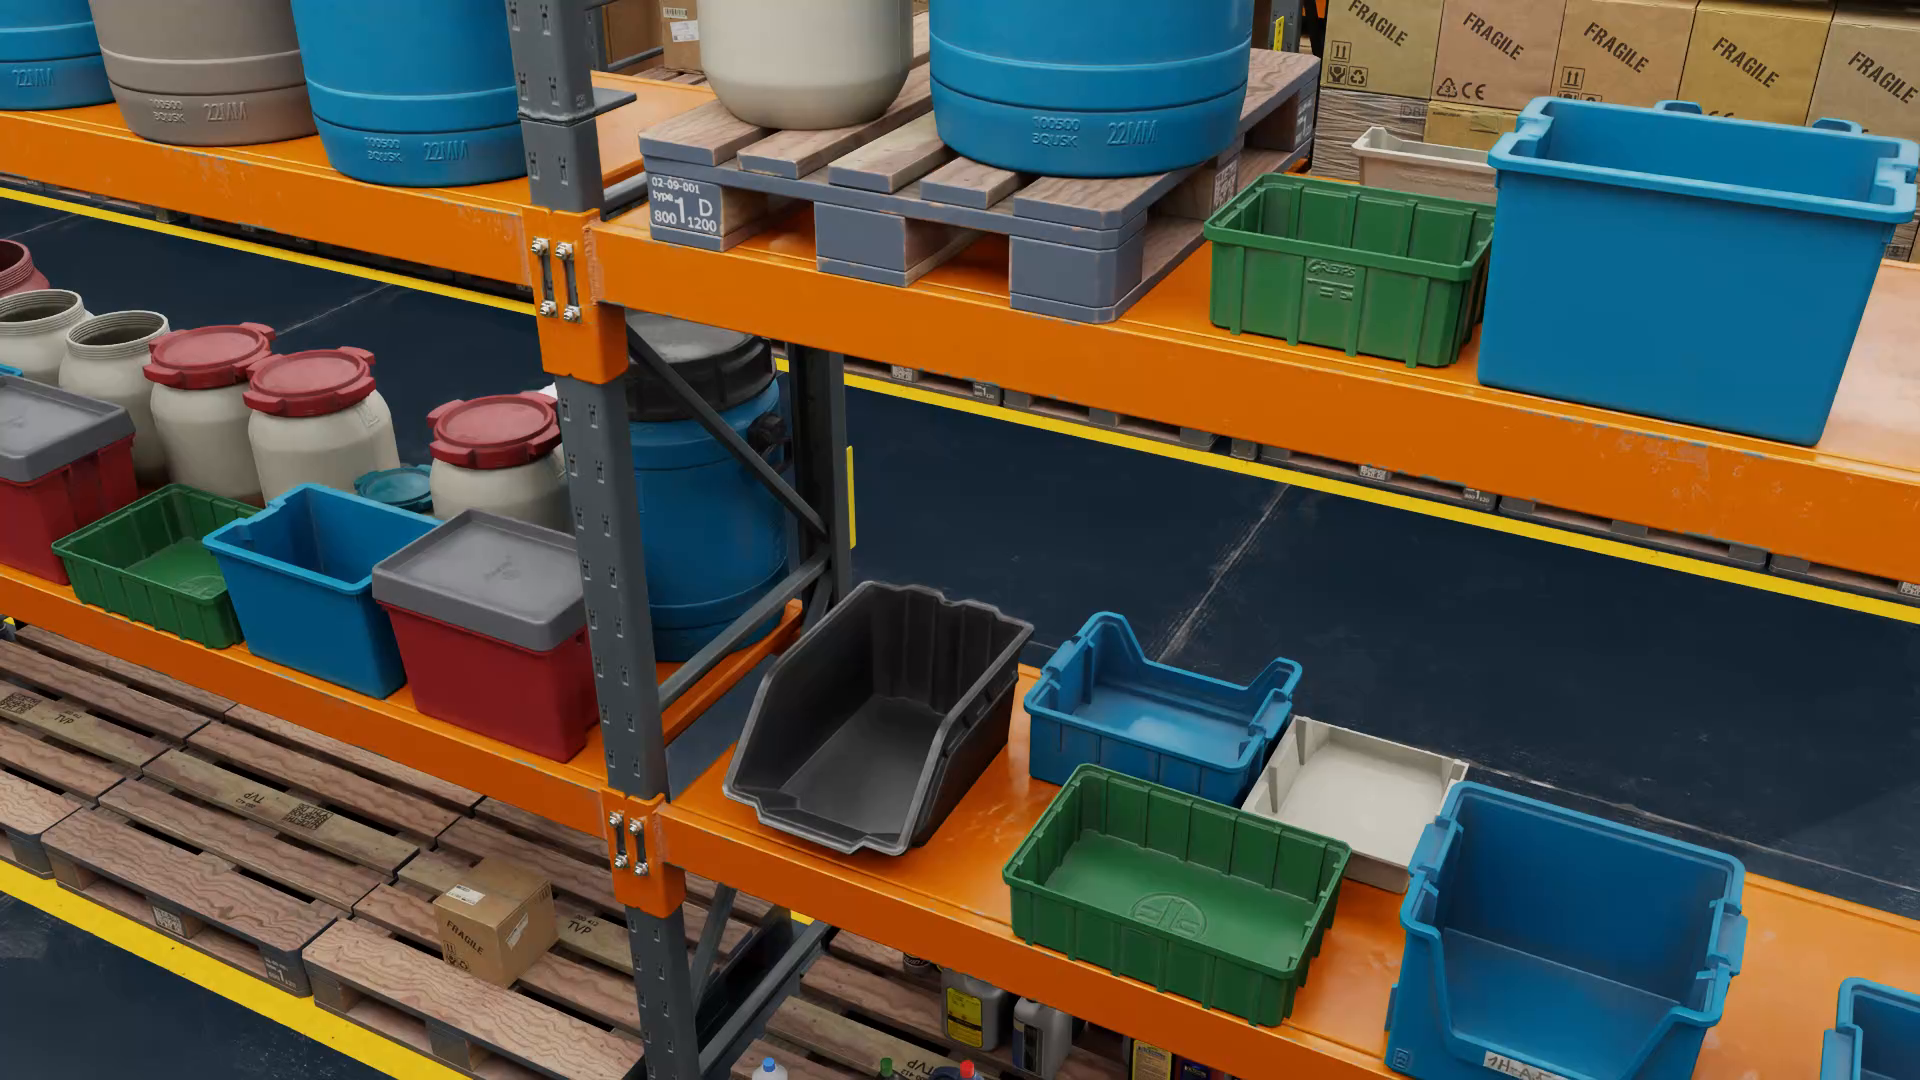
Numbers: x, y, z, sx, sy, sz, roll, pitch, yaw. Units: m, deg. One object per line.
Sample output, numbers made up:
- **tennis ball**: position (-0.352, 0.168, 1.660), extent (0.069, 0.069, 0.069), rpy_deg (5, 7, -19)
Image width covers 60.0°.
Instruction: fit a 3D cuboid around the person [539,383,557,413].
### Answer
- **person**: position (-1.260, 0.299, 5.585), extent (0.565, 1.765, 0.360), rpy_deg (6, 30, 11)
